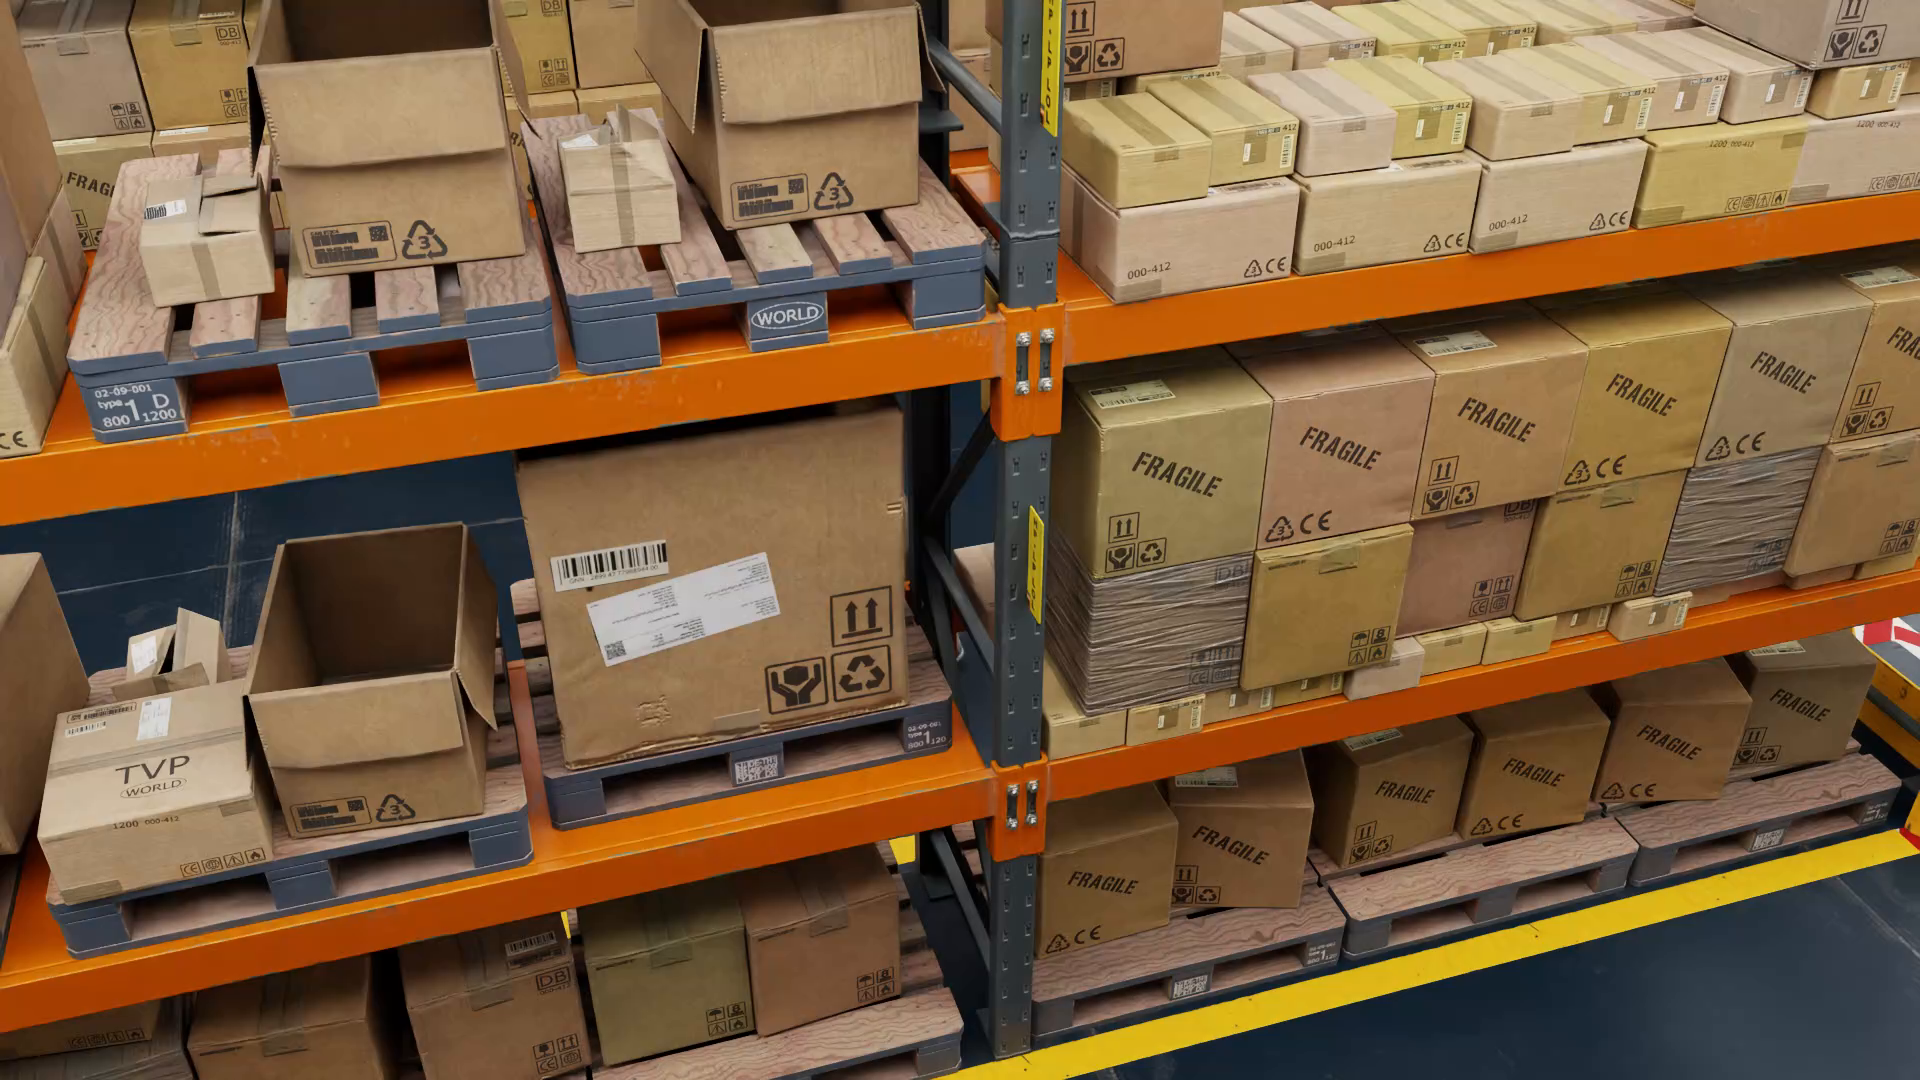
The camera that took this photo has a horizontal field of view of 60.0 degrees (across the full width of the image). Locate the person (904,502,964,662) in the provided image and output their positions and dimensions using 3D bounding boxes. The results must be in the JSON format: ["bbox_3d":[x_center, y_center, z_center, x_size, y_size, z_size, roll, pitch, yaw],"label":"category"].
[{"bbox_3d":[-0.455,-0.053,6.865,0.948,1.666,0.728,0,34,0],"label":"person"}]
